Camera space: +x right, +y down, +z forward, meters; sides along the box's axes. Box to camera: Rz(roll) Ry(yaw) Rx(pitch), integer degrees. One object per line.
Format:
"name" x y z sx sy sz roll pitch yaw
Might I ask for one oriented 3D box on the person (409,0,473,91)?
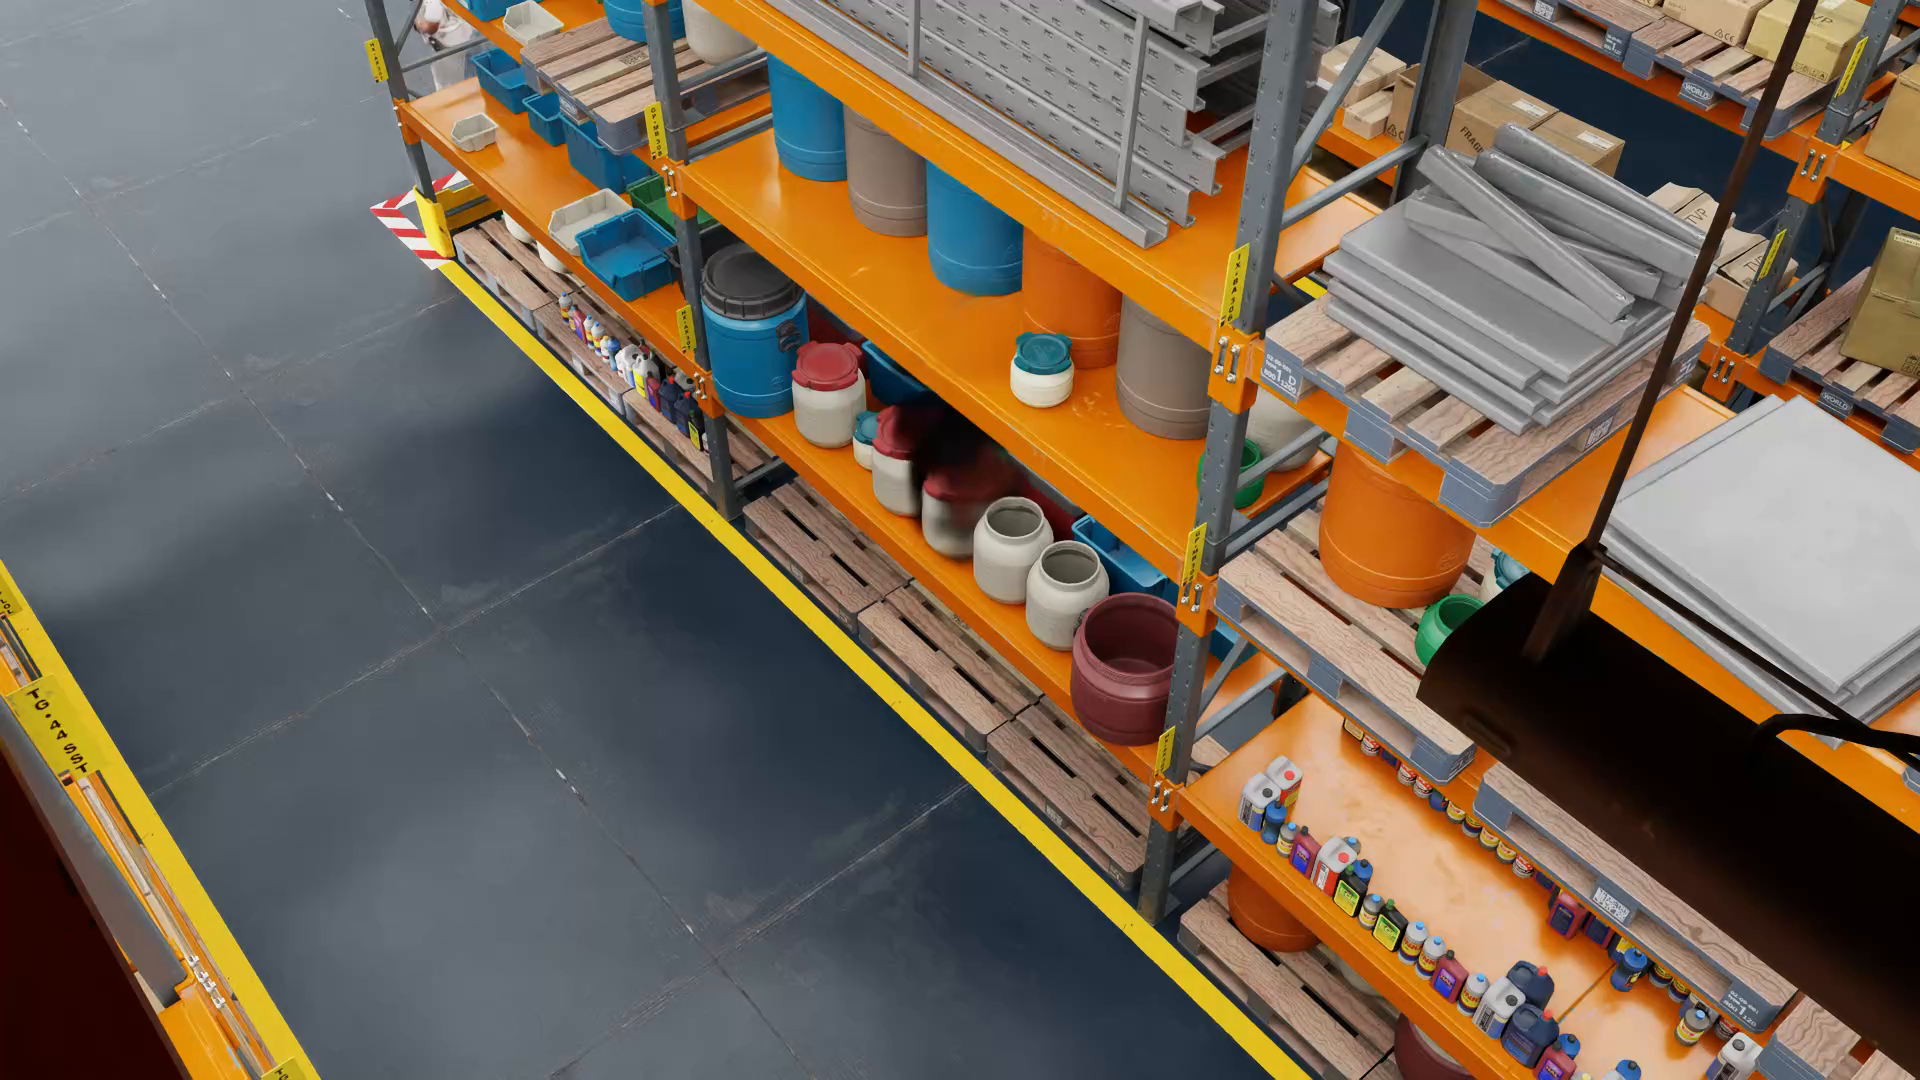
"person" -4.217 -4.115 13.692 0.830 1.792 0.685 4 47 3
